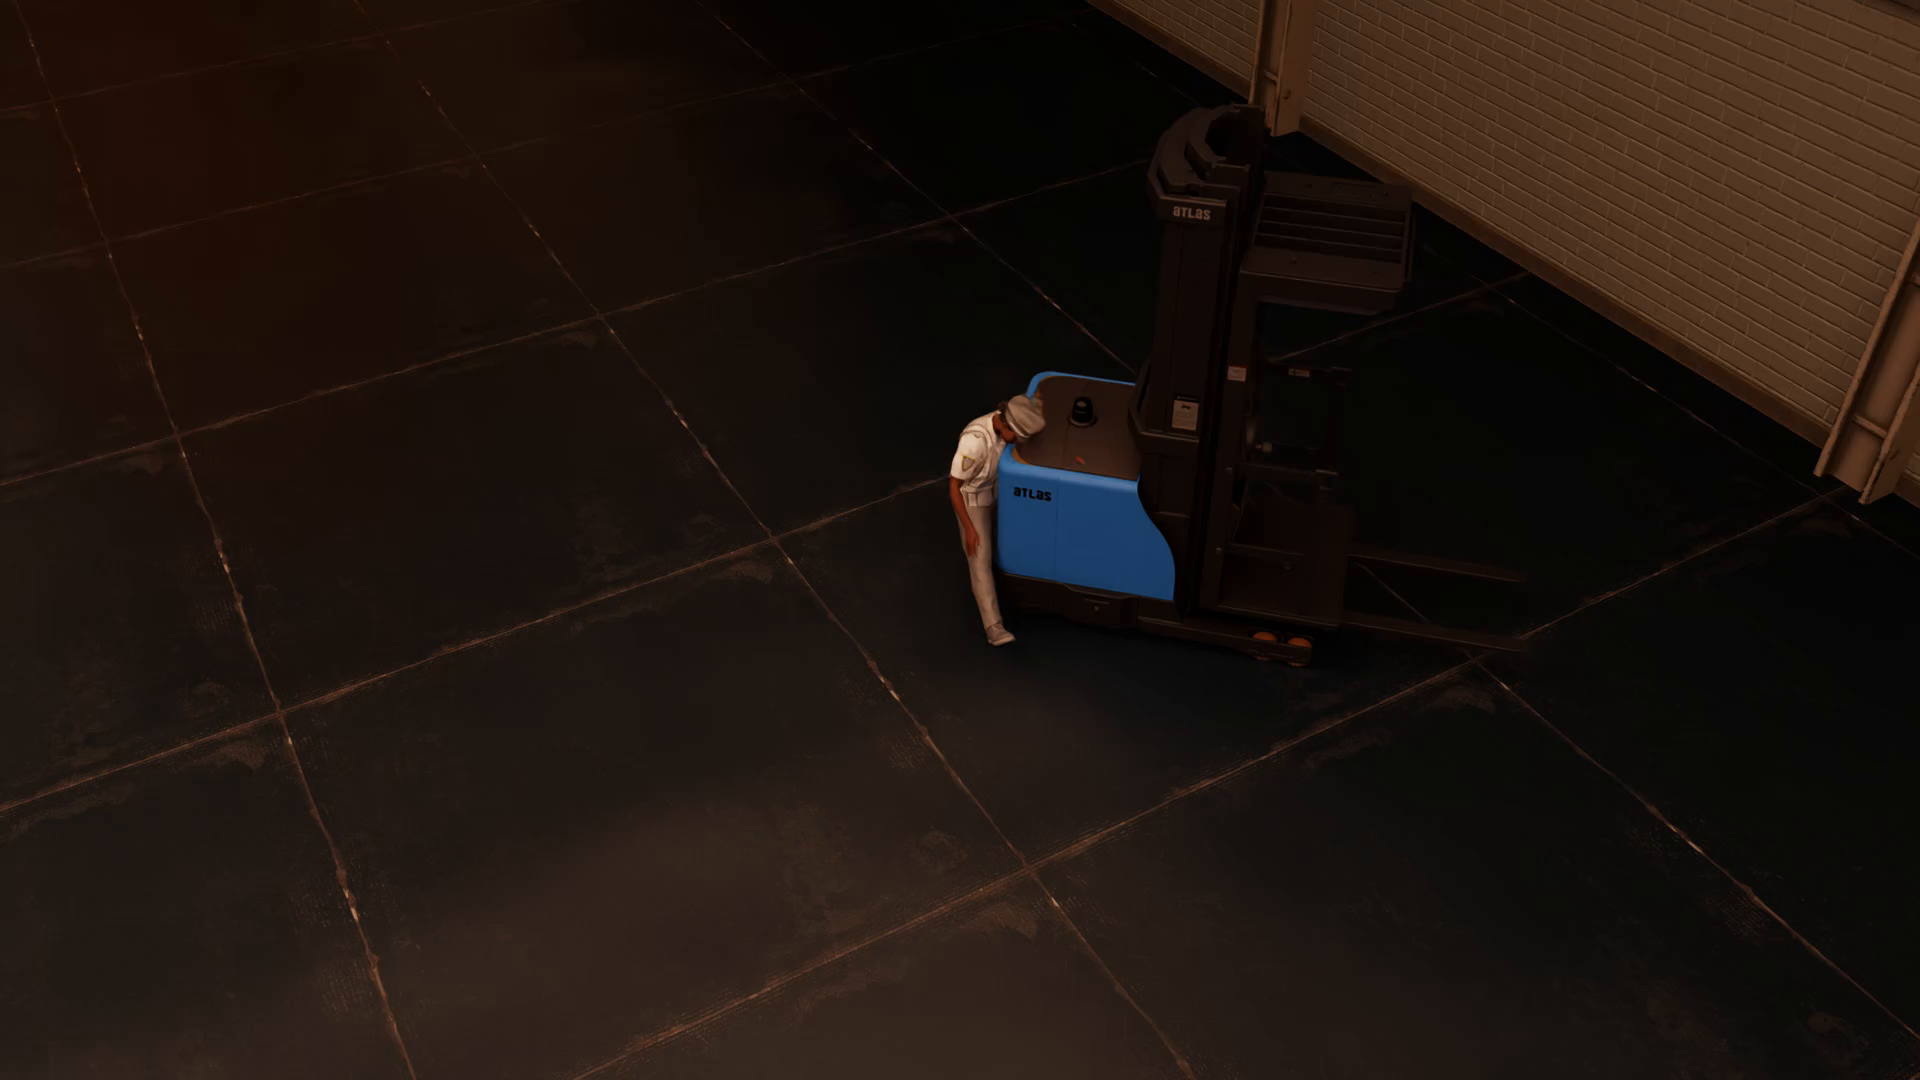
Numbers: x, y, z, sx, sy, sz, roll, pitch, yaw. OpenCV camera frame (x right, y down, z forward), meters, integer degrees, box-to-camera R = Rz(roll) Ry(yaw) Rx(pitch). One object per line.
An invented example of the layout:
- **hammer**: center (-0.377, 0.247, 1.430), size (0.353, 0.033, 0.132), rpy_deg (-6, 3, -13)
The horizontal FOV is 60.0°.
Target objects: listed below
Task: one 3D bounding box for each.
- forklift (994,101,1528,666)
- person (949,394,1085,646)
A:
- **forklift**: center (1.773, -0.786, 8.984), size (3.031, 2.935, 1.130), rpy_deg (9, 41, 11)
- **person**: center (0.340, -0.181, 9.503), size (0.970, 1.385, 1.111), rpy_deg (-22, 45, -25)
